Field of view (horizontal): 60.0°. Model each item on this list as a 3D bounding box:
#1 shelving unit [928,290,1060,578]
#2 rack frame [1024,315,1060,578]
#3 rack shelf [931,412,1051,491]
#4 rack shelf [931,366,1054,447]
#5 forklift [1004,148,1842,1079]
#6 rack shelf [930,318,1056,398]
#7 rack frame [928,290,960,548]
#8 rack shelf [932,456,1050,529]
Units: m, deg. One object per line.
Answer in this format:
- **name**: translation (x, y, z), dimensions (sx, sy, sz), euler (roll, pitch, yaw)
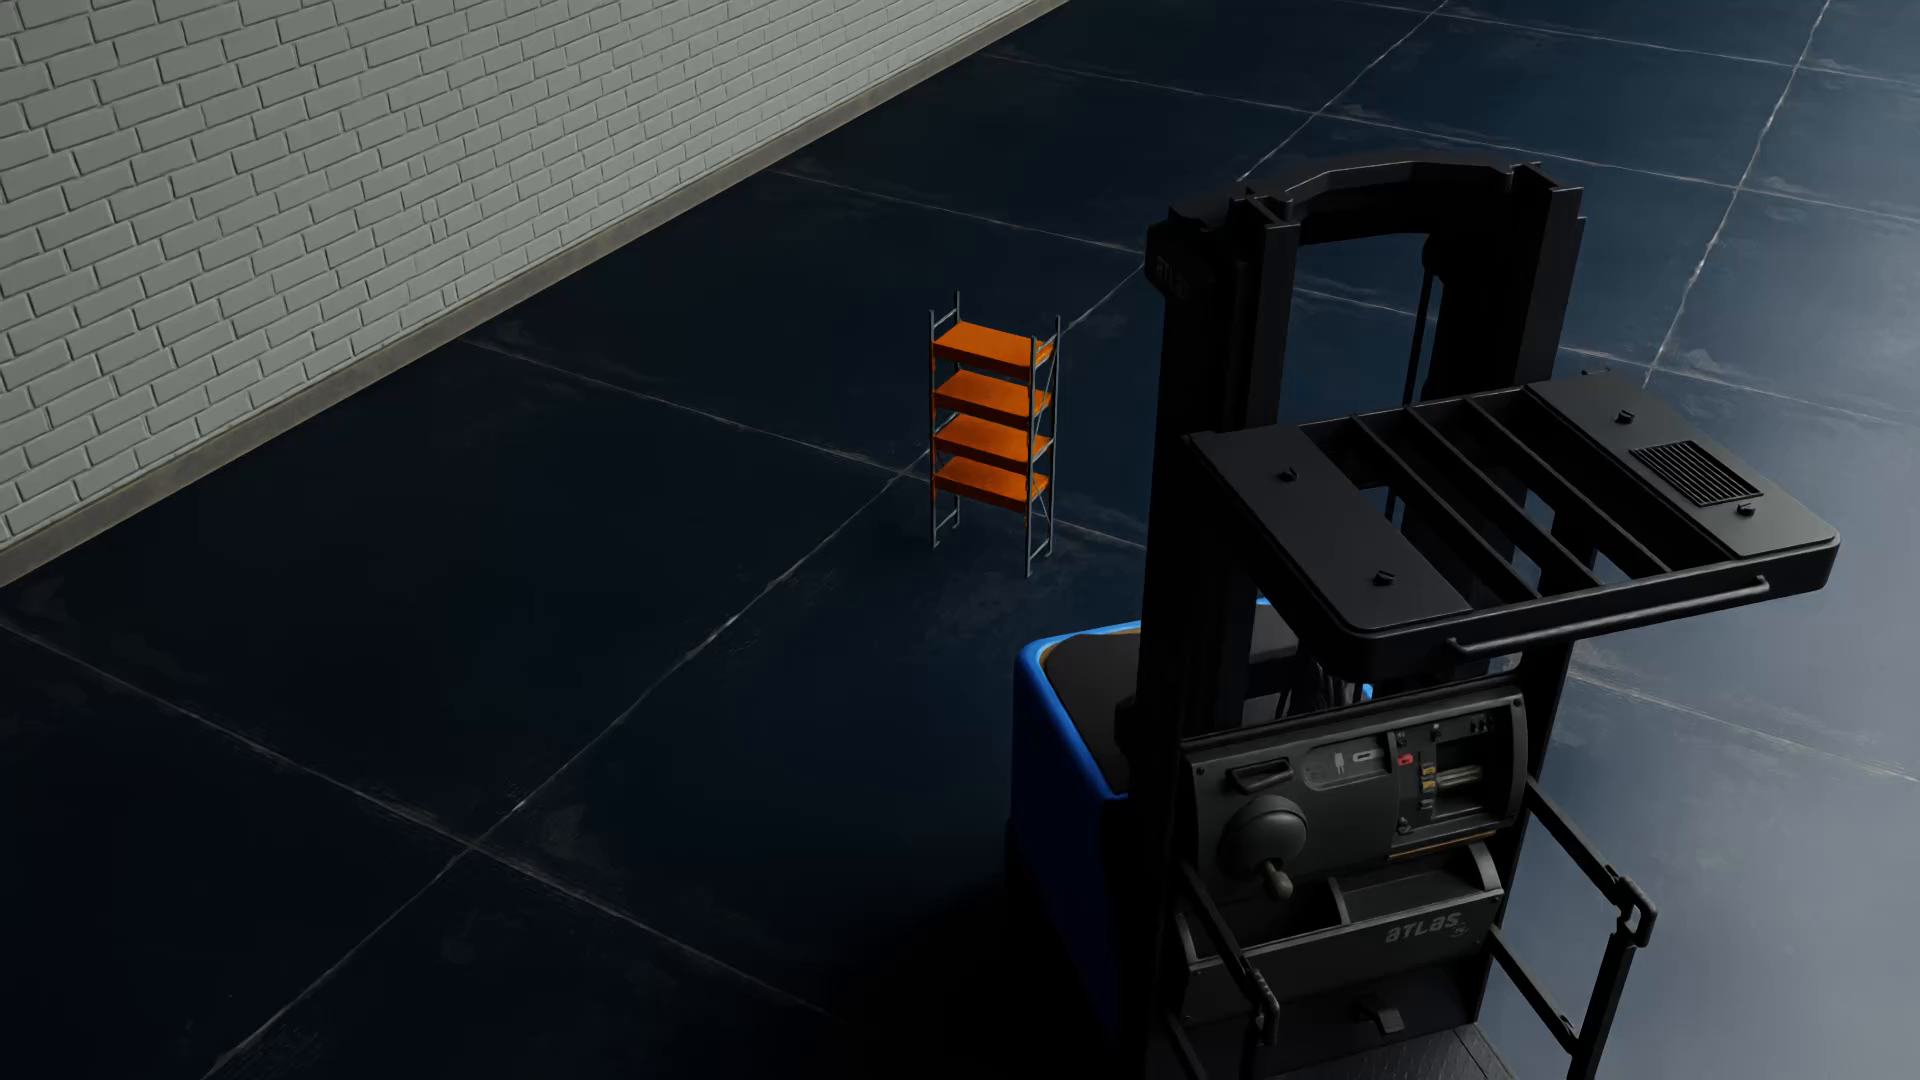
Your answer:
- **shelving unit**: translation (0.144, -0.454, 7.320), dimensions (0.503, 1.200, 0.258), euler (18, 37, 24)
- **rack frame**: translation (0.356, -0.387, 7.220), dimensions (0.015, 1.200, 0.240), euler (18, 37, 24)
- **rack shelf**: translation (0.144, -0.398, 7.358), dimensions (0.480, 0.148, 0.258), euler (18, 37, 24)
- **rack shelf**: translation (0.144, -0.584, 7.234), dimensions (0.480, 0.148, 0.258), euler (18, 37, 24)
- **forklift**: translation (1.079, 0.701, 4.024), dimensions (1.130, 2.935, 3.031), euler (-10, 35, -14)
- **rack shelf**: translation (0.144, -0.781, 7.103), dimensions (0.480, 0.148, 0.258), euler (18, 37, 24)
- **rack frame**: translation (-0.068, -0.521, 7.421), dimensions (0.015, 1.200, 0.240), euler (18, 37, 24)
- **rack shelf**: translation (0.144, -0.233, 7.468), dimensions (0.480, 0.148, 0.258), euler (18, 37, 24)
